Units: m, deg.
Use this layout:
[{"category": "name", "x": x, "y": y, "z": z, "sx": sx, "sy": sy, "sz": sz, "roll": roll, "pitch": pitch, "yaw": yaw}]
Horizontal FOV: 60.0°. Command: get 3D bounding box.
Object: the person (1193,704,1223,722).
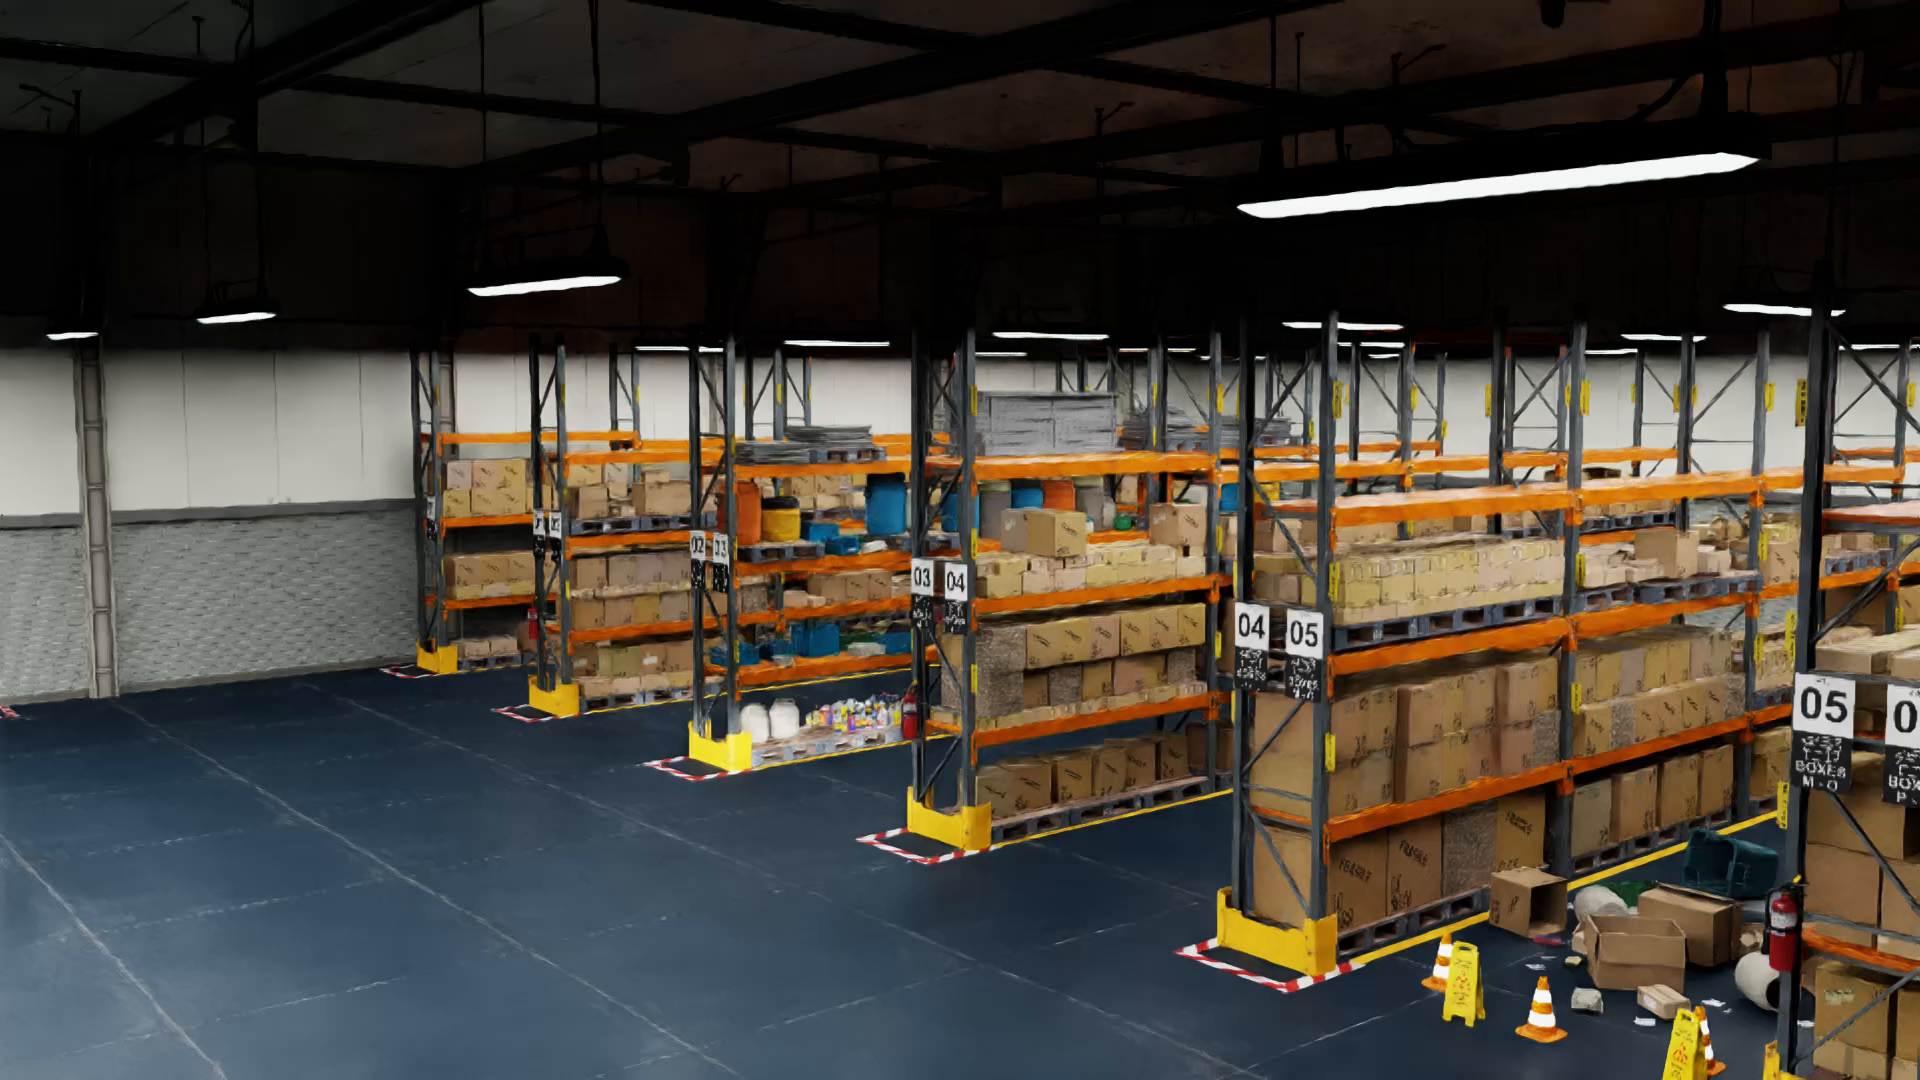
[{"category": "person", "x": 3.748, "y": 2.038, "z": 25.133, "sx": 0.512, "sy": 1.628, "sz": 0.639, "roll": -5, "pitch": 7, "yaw": -42}]
